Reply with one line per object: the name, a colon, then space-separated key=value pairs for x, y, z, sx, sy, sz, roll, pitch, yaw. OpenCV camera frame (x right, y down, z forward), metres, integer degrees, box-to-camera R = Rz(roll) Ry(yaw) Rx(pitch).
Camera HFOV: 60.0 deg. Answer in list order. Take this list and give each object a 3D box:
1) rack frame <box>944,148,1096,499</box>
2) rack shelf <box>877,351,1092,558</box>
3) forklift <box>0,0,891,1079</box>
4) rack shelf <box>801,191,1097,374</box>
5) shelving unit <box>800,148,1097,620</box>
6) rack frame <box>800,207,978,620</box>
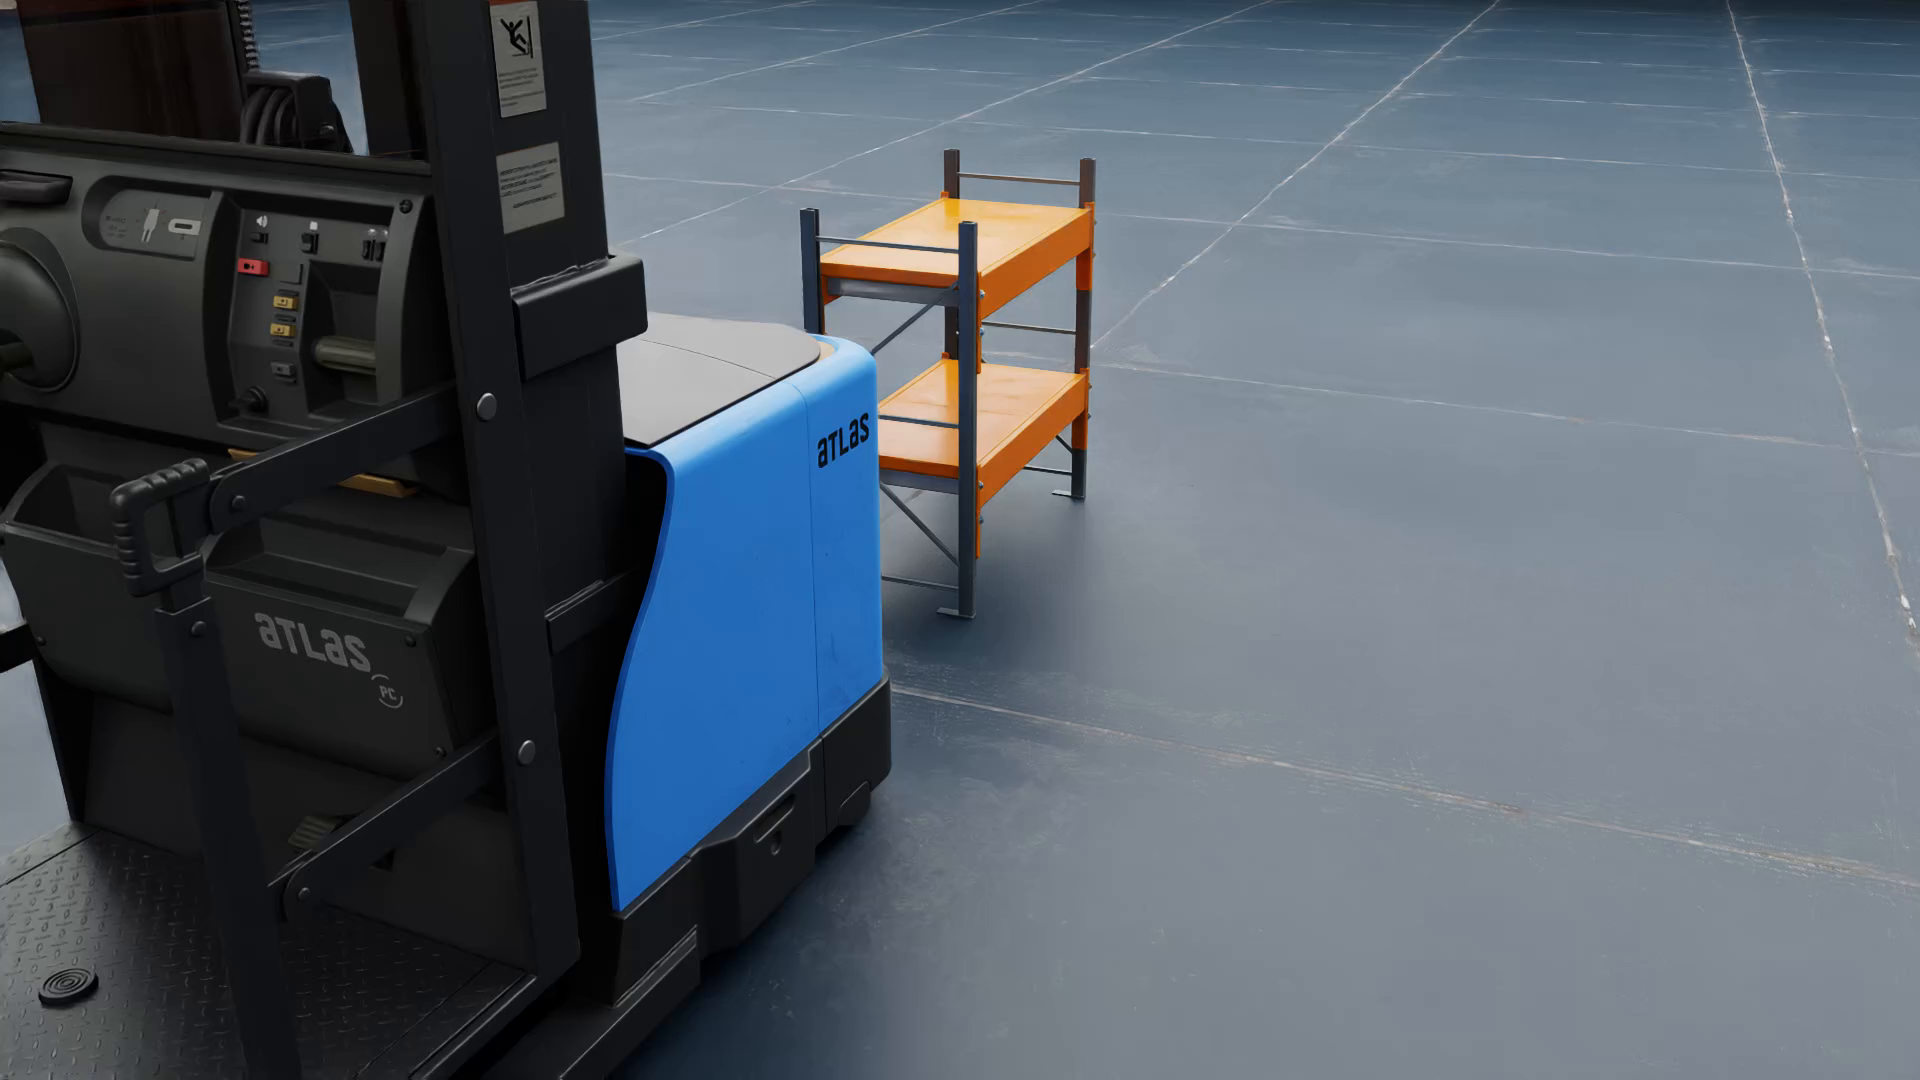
rack frame: x=0.186 y=-0.699 z=5.463 sx=0.500 sy=1.125 sz=0.032 roll=9 pitch=24 yaw=20
rack shelf: x=-0.003 y=-0.291 z=5.122 sx=0.538 sy=0.278 sz=1.000 roll=9 pitch=24 yaw=20
forklift: x=-1.248 y=-0.345 z=2.272 sx=1.130 sy=2.935 sz=3.031 roll=10 pitch=25 yaw=23
rack shelf: x=-0.003 y=-0.787 z=4.915 sx=0.538 sy=0.278 sz=1.000 roll=9 pitch=24 yaw=20
shelving unit: x=-0.003 y=-0.517 z=5.027 sx=0.538 sy=1.125 sz=1.048 roll=9 pitch=24 yaw=20
rack frame: x=-0.191 y=-0.335 z=4.592 sx=0.500 sy=1.125 sz=0.032 roll=9 pitch=24 yaw=20
